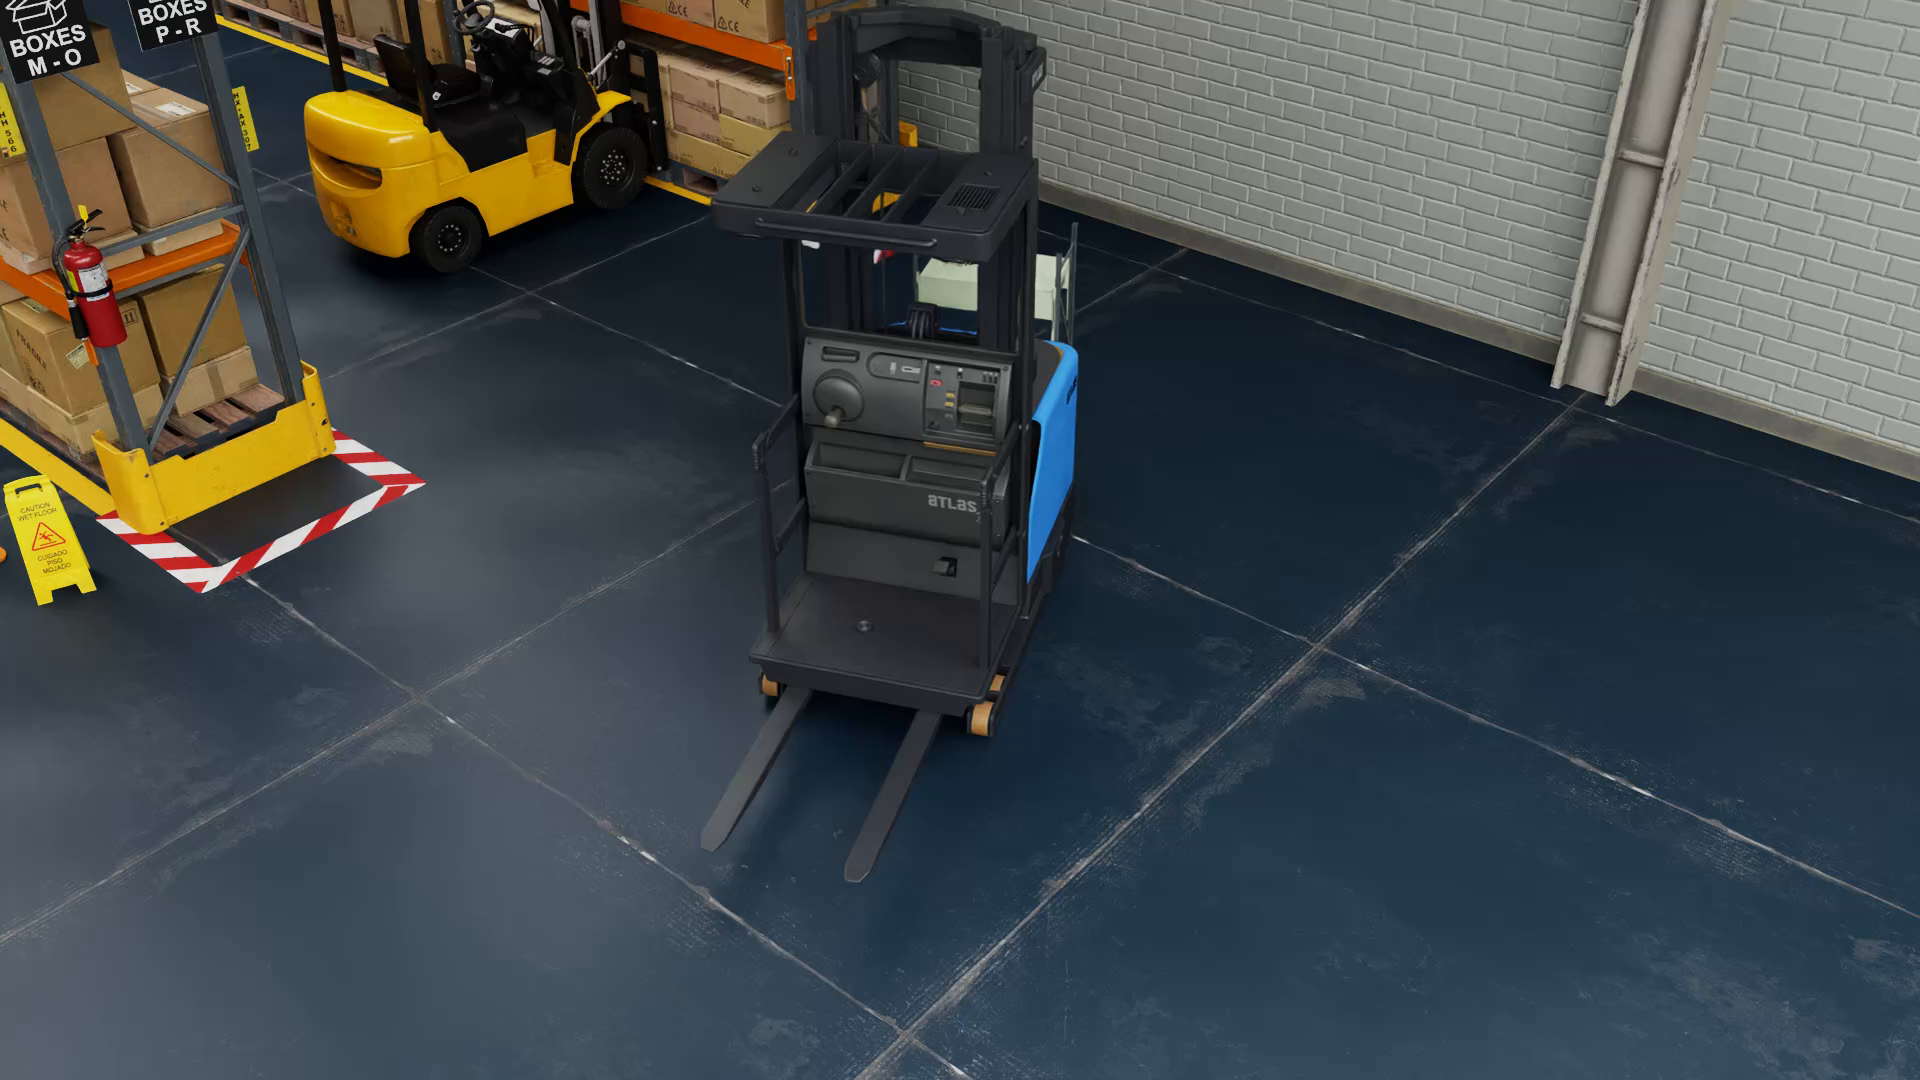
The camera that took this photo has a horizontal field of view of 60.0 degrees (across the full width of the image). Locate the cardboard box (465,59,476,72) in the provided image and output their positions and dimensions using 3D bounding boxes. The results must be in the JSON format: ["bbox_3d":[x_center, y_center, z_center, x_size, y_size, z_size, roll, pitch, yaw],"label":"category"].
[{"bbox_3d":[-3.729,-3.867,13.789,0.500,0.250,0.500,26,42,32],"label":"cardboard box"}]

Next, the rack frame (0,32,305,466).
[{"bbox_3d":[-3.988,-1.537,8.338,0.127,3.000,1.000,25,42,32],"label":"rack frame"}]

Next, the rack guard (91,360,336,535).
[{"bbox_3d":[-4.046,-0.534,9.086,0.348,0.500,1.175,25,42,32],"label":"rack guard"}]

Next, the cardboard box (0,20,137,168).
[{"bbox_3d":[-4.520,-2.203,8.074,0.500,0.500,0.700,24,41,31],"label":"cardboard box"}]

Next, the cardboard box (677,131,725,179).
[{"bbox_3d":[-1.754,-2.954,12.460,0.500,0.250,0.500,25,42,32],"label":"cardboard box"}]

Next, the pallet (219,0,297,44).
[{"bbox_3d":[-6.355,-5.131,16.035,1.213,0.211,1.003,25,42,32],"label":"pallet"}]

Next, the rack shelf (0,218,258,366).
[{"bbox_3d":[-5.525,-1.965,9.597,4.000,0.370,1.077,25,42,32],"label":"rack shelf"}]

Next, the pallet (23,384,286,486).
[{"bbox_3d":[-4.648,-0.725,9.619,1.213,0.211,1.003,25,42,32],"label":"pallet"}]

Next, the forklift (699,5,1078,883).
[{"bbox_3d":[-0.293,-0.575,6.999,1.130,2.935,3.031,9,36,13],"label":"forklift"}]

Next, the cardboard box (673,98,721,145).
[{"bbox_3d":[-1.767,-3.170,12.333,0.500,0.250,0.500,25,42,31],"label":"cardboard box"}]

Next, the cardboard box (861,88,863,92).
[{"bbox_3d":[-1.063,-3.406,12.235,0.500,0.250,0.500,25,41,31],"label":"cardboard box"}]

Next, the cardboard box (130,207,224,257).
[{"bbox_3d":[-4.116,-1.646,8.720,0.250,0.149,0.380,25,42,32],"label":"cardboard box"}]

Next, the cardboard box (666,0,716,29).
[{"bbox_3d":[-1.754,-3.995,11.829,0.500,0.500,0.500,27,43,33],"label":"cardboard box"}]

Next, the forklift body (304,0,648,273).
[{"bbox_3d":[-3.439,-3.241,11.570,1.214,2.155,2.313,25,42,32],"label":"forklift body"}]

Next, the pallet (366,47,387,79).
[{"bbox_3d":[-4.480,-4.247,14.748,1.213,0.211,1.003,25,42,32],"label":"pallet"}]

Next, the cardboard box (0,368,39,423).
[{"bbox_3d":[-5.174,-0.943,9.532,0.500,0.250,0.500,25,42,32],"label":"cardboard box"}]

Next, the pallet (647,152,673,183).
[{"bbox_3d":[-2.363,-3.249,13.295,1.213,0.211,1.003,25,42,32],"label":"pallet"}]

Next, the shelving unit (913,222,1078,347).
[{"bbox_3d":[0.182,-0.942,8.796,0.755,1.500,0.431,9,35,13],"label":"shelving unit"}]

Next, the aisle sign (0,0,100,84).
[{"bbox_3d":[-4.126,-2.460,7.386,0.004,0.787,0.394,25,42,32],"label":"aisle sign"}]

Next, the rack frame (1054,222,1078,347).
[{"bbox_3d":[0.535,-0.886,8.716,0.023,1.500,0.400,9,35,13],"label":"rack frame"}]

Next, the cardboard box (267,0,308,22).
[{"bbox_3d":[-5.985,-5.325,15.580,0.625,0.625,0.875,27,43,33],"label":"cardboard box"}]

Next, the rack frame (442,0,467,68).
[{"bbox_3d":[-3.889,-5.147,13.595,0.127,3.000,1.000,25,42,32],"label":"rack frame"}]

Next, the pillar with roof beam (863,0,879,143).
[{"bbox_3d":[-3.528,-4.942,7.997,0.400,9.000,9.100,25,42,32],"label":"pillar with roof beam"}]

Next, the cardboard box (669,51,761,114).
[{"bbox_3d":[-1.764,-3.363,12.172,0.500,0.250,0.500,26,42,33],"label":"cardboard box"}]

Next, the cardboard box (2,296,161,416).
[{"bbox_3d":[-4.770,-1.062,9.043,0.500,0.500,0.500,26,42,32],"label":"cardboard box"}]

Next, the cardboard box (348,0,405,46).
[{"bbox_3d":[-4.888,-4.809,14.830,0.625,0.625,0.875,25,42,31],"label":"cardboard box"}]

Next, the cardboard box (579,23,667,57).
[{"bbox_3d":[-2.543,-3.728,12.704,0.500,0.250,0.500,24,41,31],"label":"cardboard box"}]

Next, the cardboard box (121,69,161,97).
[{"bbox_3d":[-4.574,-2.179,8.923,0.500,0.500,0.500,27,43,33],"label":"cardboard box"}]

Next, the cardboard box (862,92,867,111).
[{"bbox_3d":[-1.043,-3.204,12.382,0.500,0.250,0.500,26,42,33],"label":"cardboard box"}]

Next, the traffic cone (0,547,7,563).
[{"bbox_3d":[-5.144,-0.086,8.466,0.334,0.463,0.336,25,42,32],"label":"traffic cone"}]

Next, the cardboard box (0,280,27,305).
[{"bbox_3d":[-5.095,-1.434,9.010,0.250,0.149,0.380,27,43,33],"label":"cardboard box"}]

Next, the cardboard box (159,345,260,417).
[{"bbox_3d":[-4.431,-0.989,9.598,0.500,0.250,0.500,25,42,31],"label":"cardboard box"}]

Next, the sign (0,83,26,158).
[{"bbox_3d":[-4.358,-1.910,7.580,0.005,0.325,0.100,25,42,32],"label":"sign"}]

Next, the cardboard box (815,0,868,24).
[{"bbox_3d":[-1.018,-4.039,11.894,0.500,0.500,0.500,27,43,33],"label":"cardboard box"}]

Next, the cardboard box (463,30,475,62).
[{"bbox_3d":[-3.714,-4.083,13.662,0.500,0.250,0.500,25,42,32],"label":"cardboard box"}]

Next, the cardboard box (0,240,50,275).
[{"bbox_3d":[-4.678,-1.519,8.534,0.250,0.149,0.380,25,42,31],"label":"cardboard box"}]

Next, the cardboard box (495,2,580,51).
[{"bbox_3d":[-3.331,-4.097,13.241,0.500,0.250,0.500,25,42,32],"label":"cardboard box"}]
